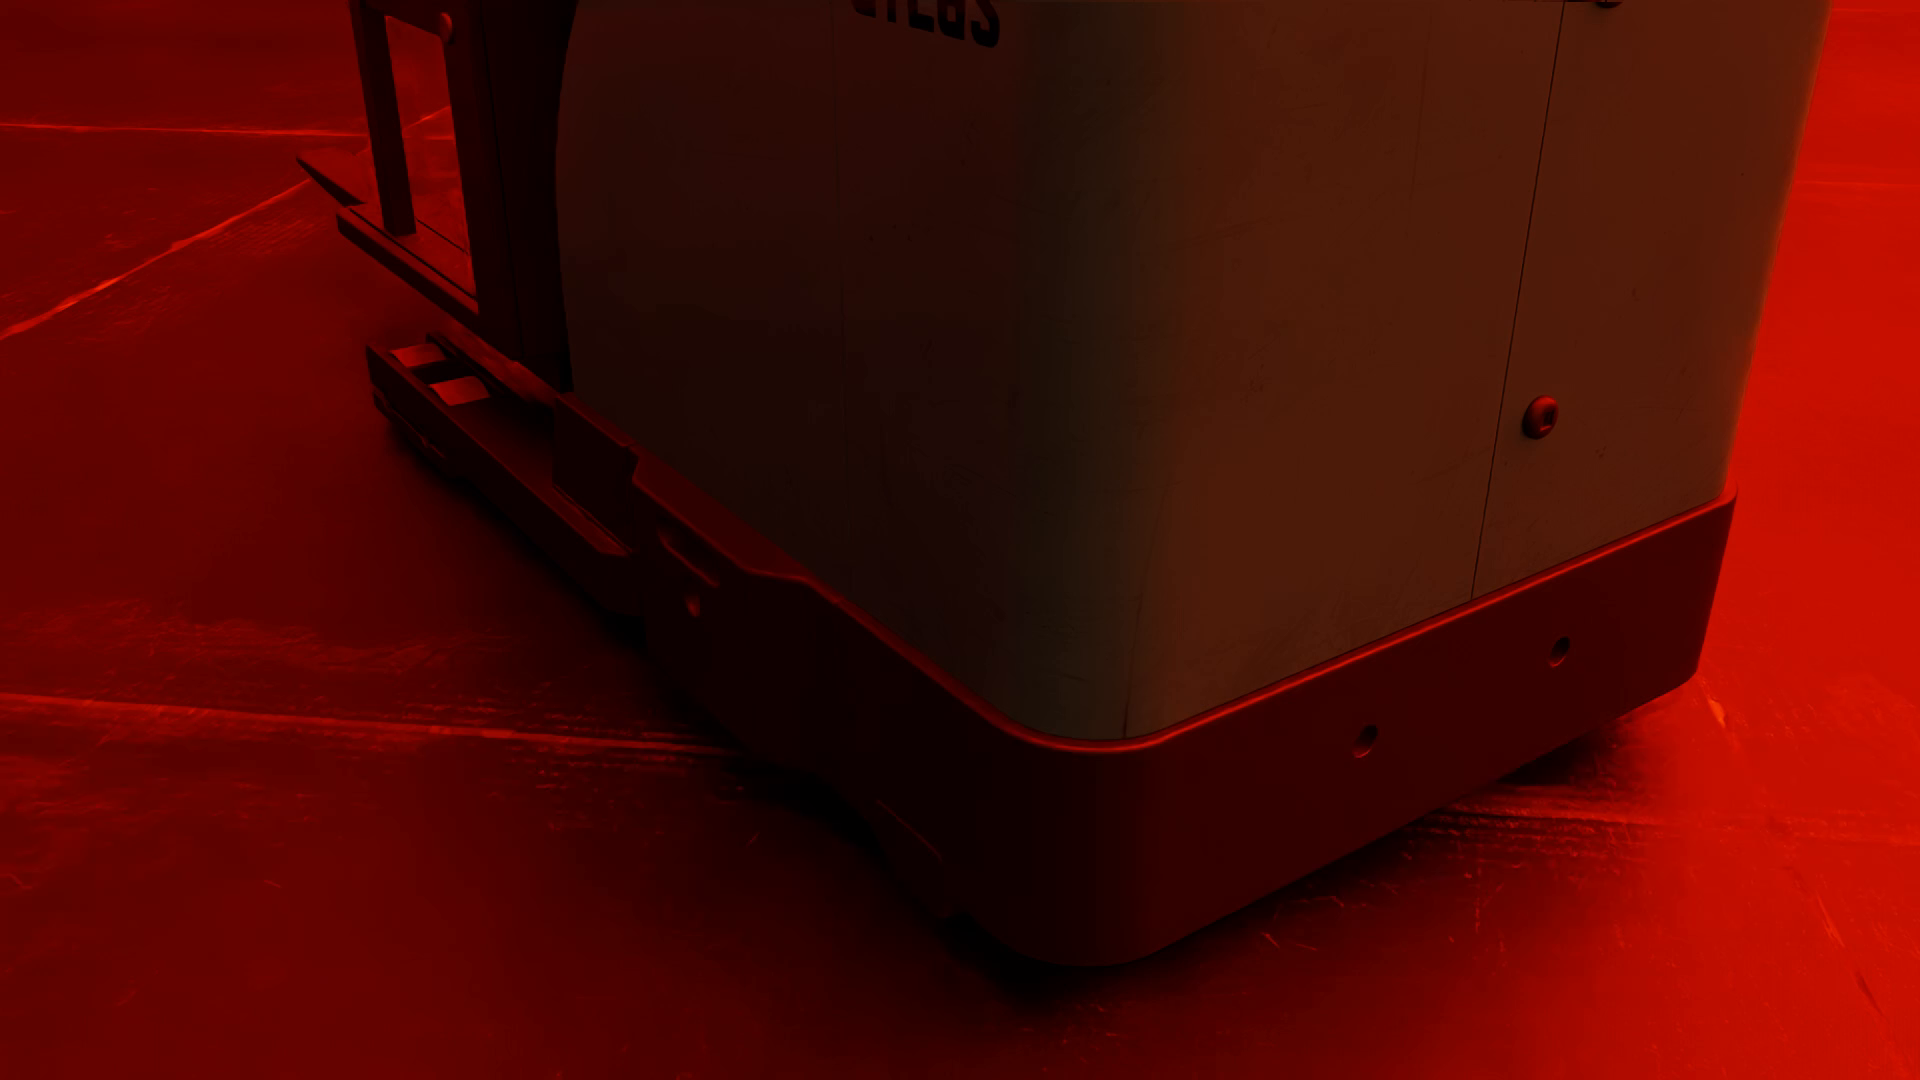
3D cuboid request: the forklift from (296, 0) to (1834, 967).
[{"bbox_3d":[-0.349,-1.519,2.262,1.130,2.935,3.031,-17,31,-31],"label":"forklift"}]
